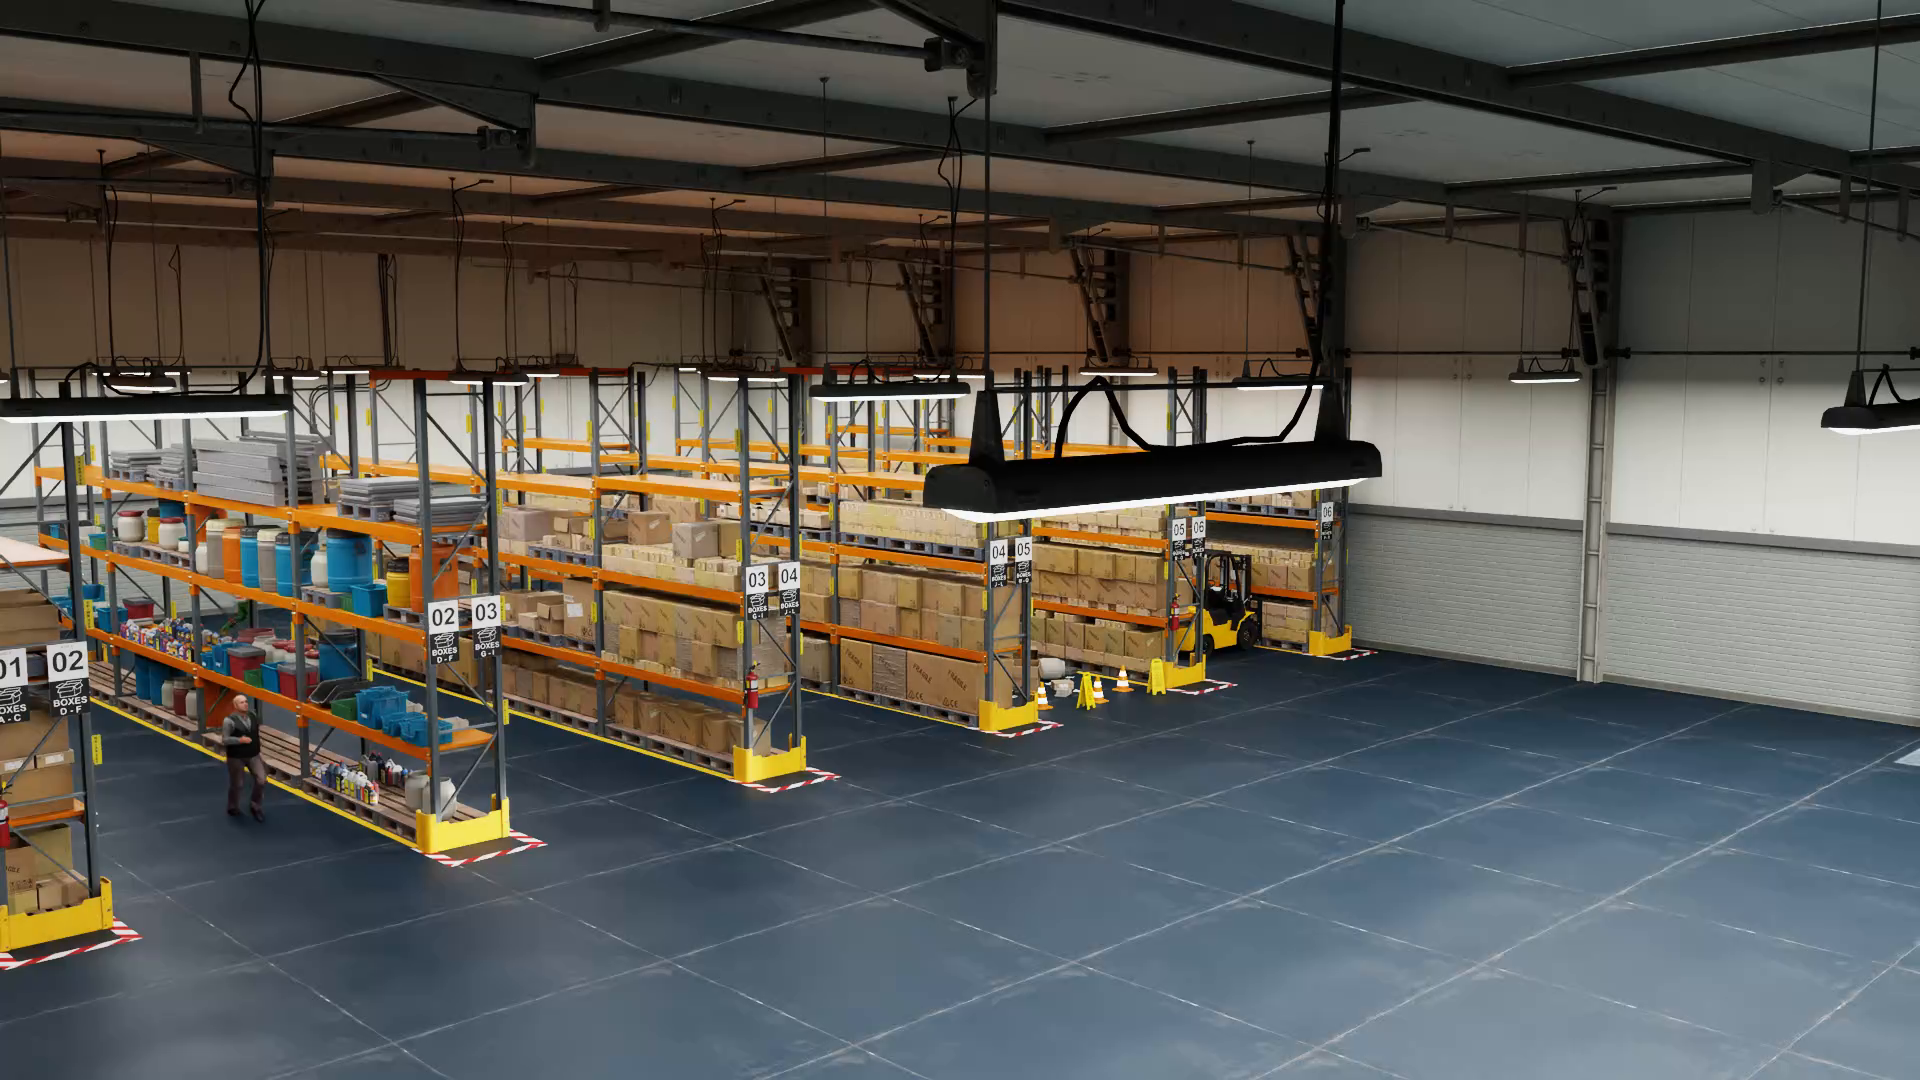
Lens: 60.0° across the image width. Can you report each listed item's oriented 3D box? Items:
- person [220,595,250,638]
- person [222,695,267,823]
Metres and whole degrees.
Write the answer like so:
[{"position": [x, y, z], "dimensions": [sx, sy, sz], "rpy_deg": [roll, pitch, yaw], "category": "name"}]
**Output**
[{"position": [-15.684, 1.330, 36.380], "dimensions": [0.980, 1.768, 0.666], "rpy_deg": [-4, 8, -33], "category": "person"}, {"position": [-9.652, 2.957, 22.441], "dimensions": [0.786, 1.759, 0.609], "rpy_deg": [6, 9, 41], "category": "person"}]
